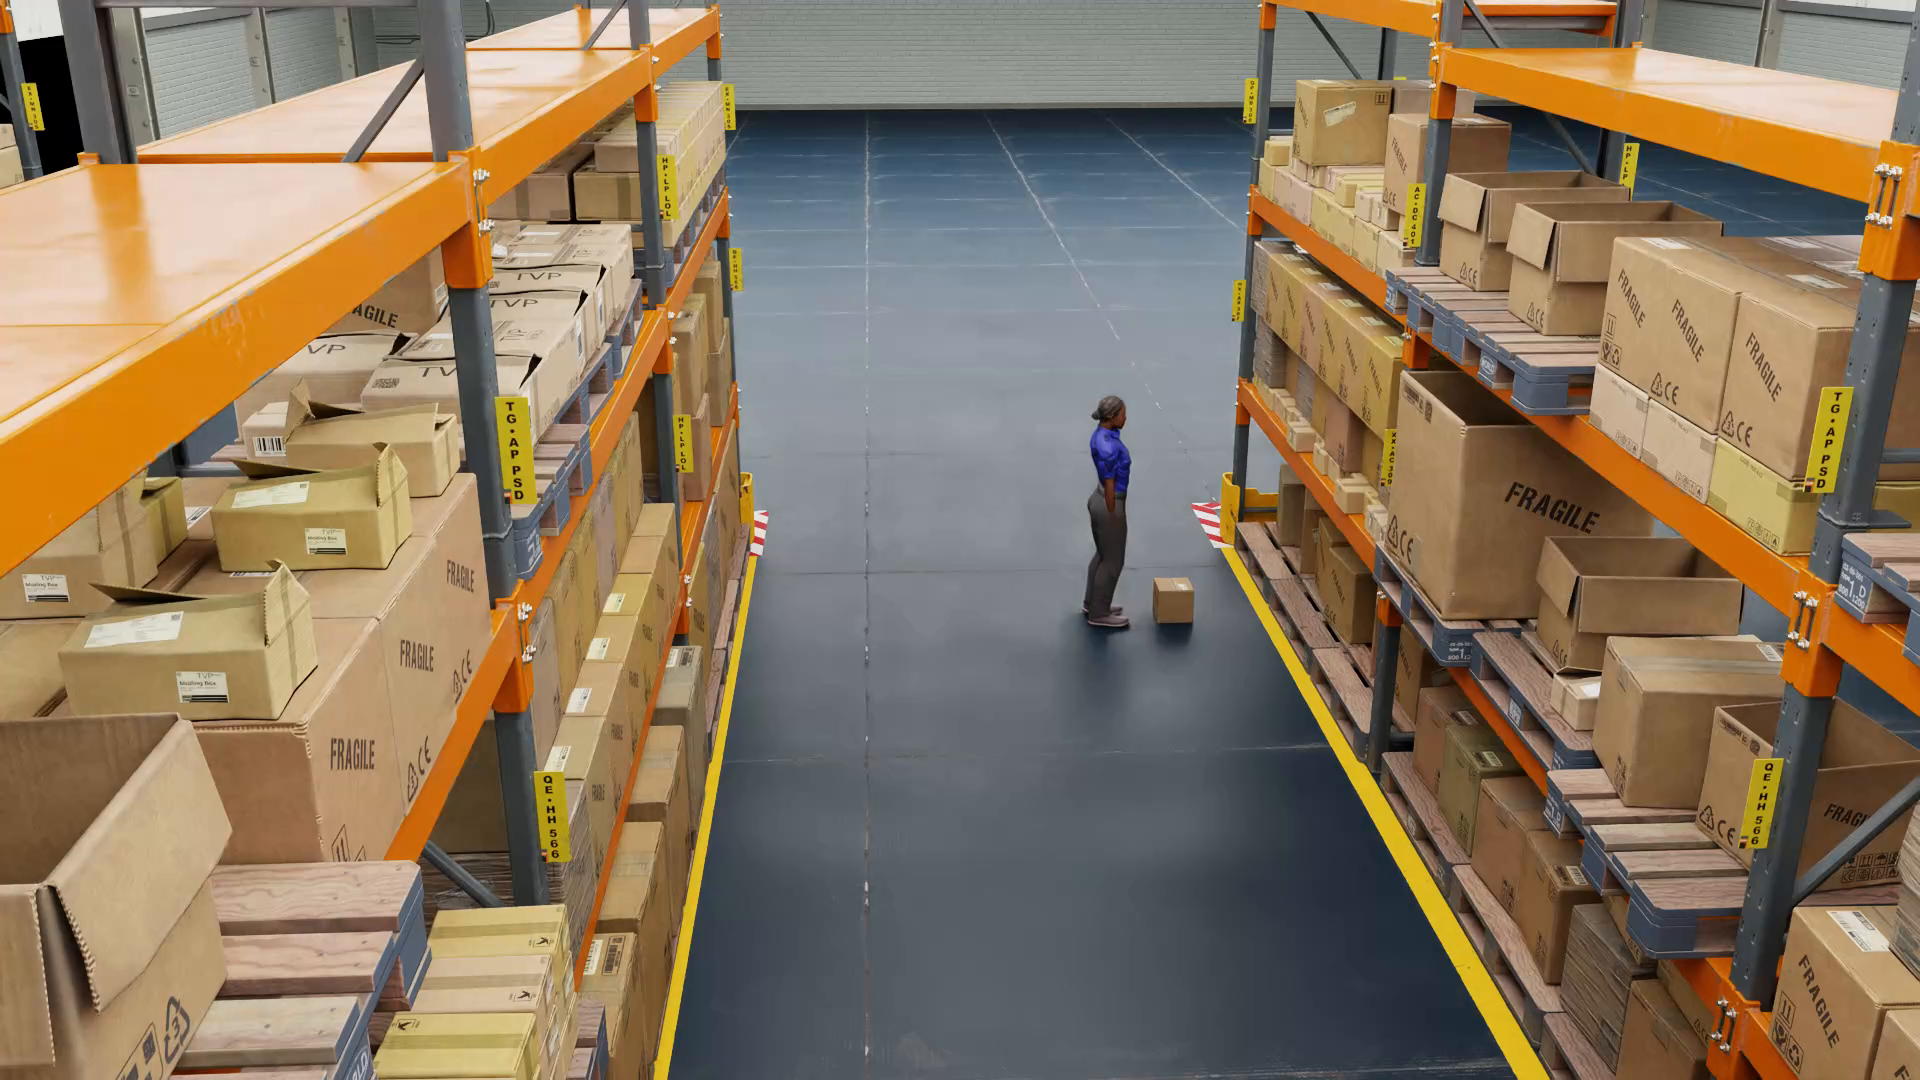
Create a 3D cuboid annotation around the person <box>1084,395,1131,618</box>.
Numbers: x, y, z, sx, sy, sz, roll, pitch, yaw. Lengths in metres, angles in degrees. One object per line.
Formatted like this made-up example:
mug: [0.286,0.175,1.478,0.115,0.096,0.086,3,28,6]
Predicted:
person: [1.040,-0.252,11.658,0.291,1.580,0.438,-1,21,-2]
